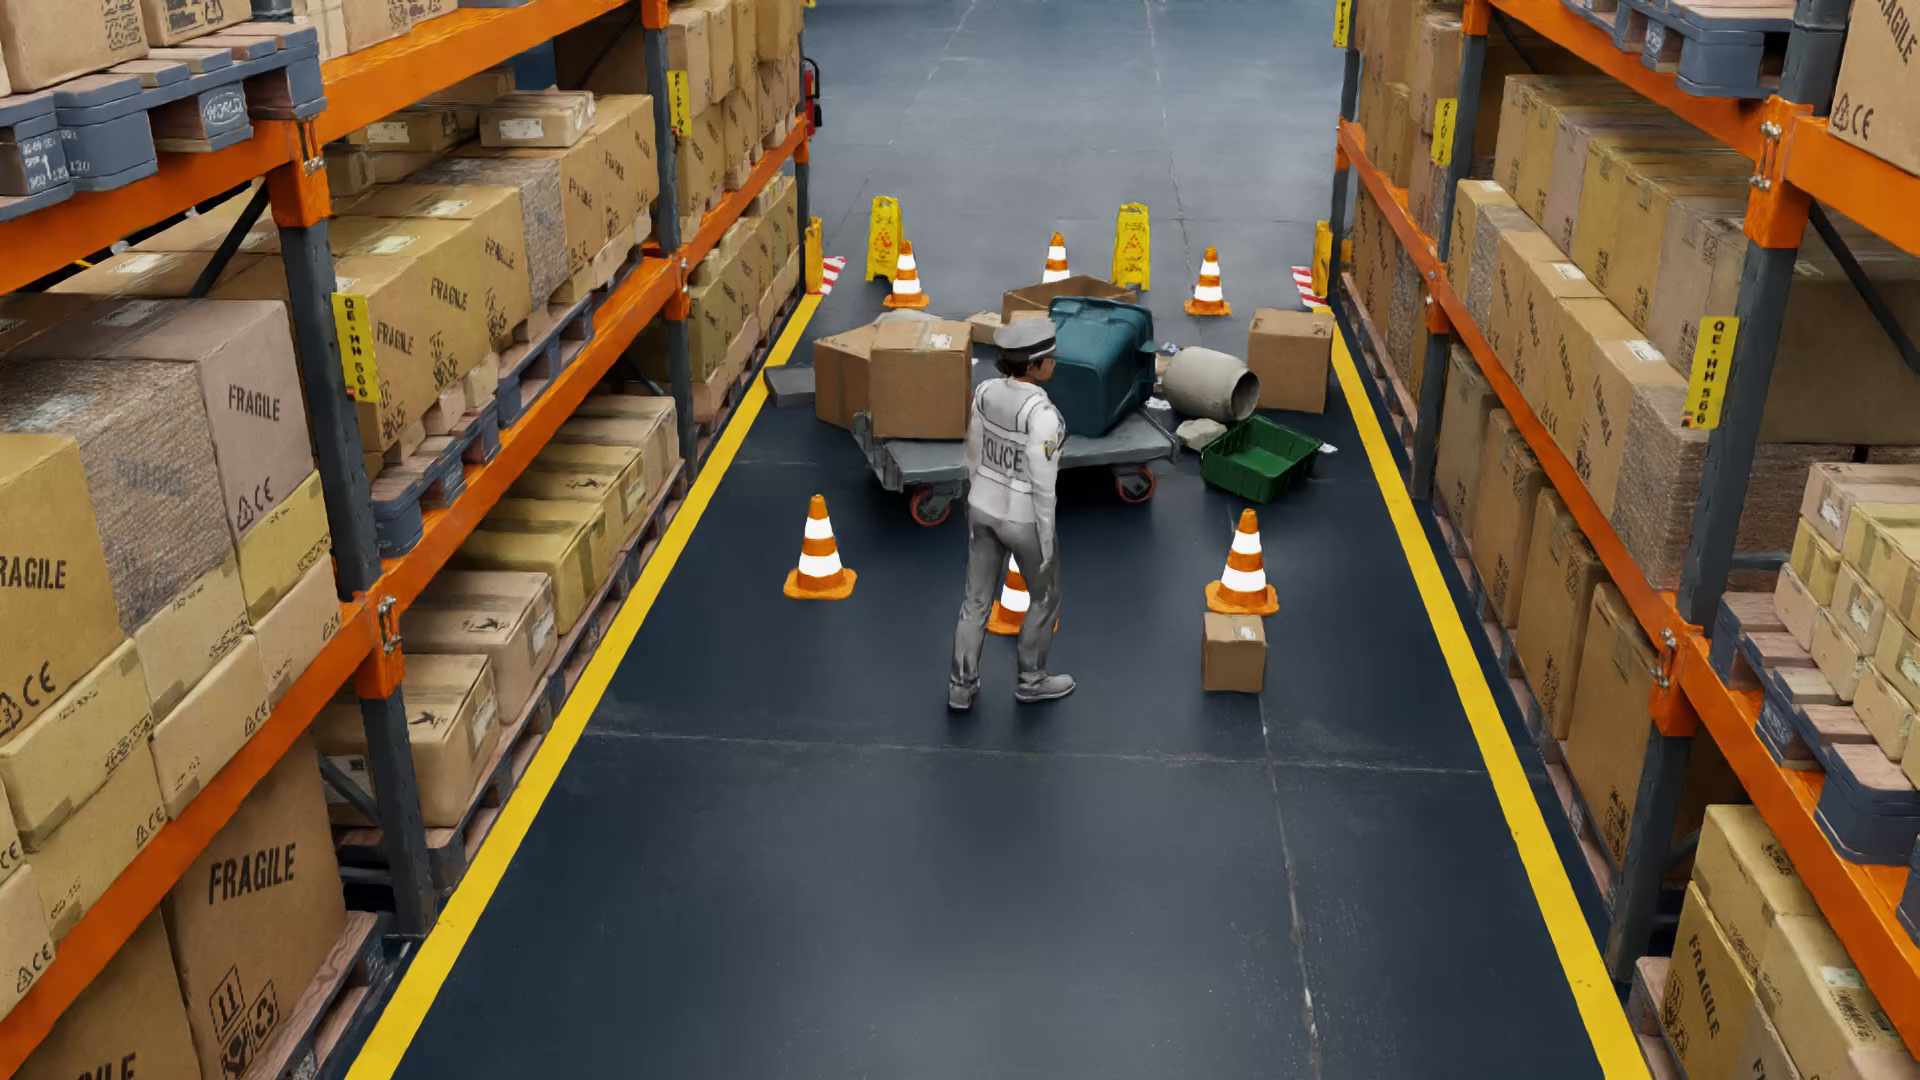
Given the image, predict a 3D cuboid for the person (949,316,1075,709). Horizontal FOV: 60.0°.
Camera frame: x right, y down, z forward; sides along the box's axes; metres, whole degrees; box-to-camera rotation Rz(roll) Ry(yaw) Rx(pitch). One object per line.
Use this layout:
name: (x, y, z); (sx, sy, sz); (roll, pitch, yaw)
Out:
person: (0.210, -0.082, 6.771); (0.499, 1.671, 0.552); (22, 33, 40)
